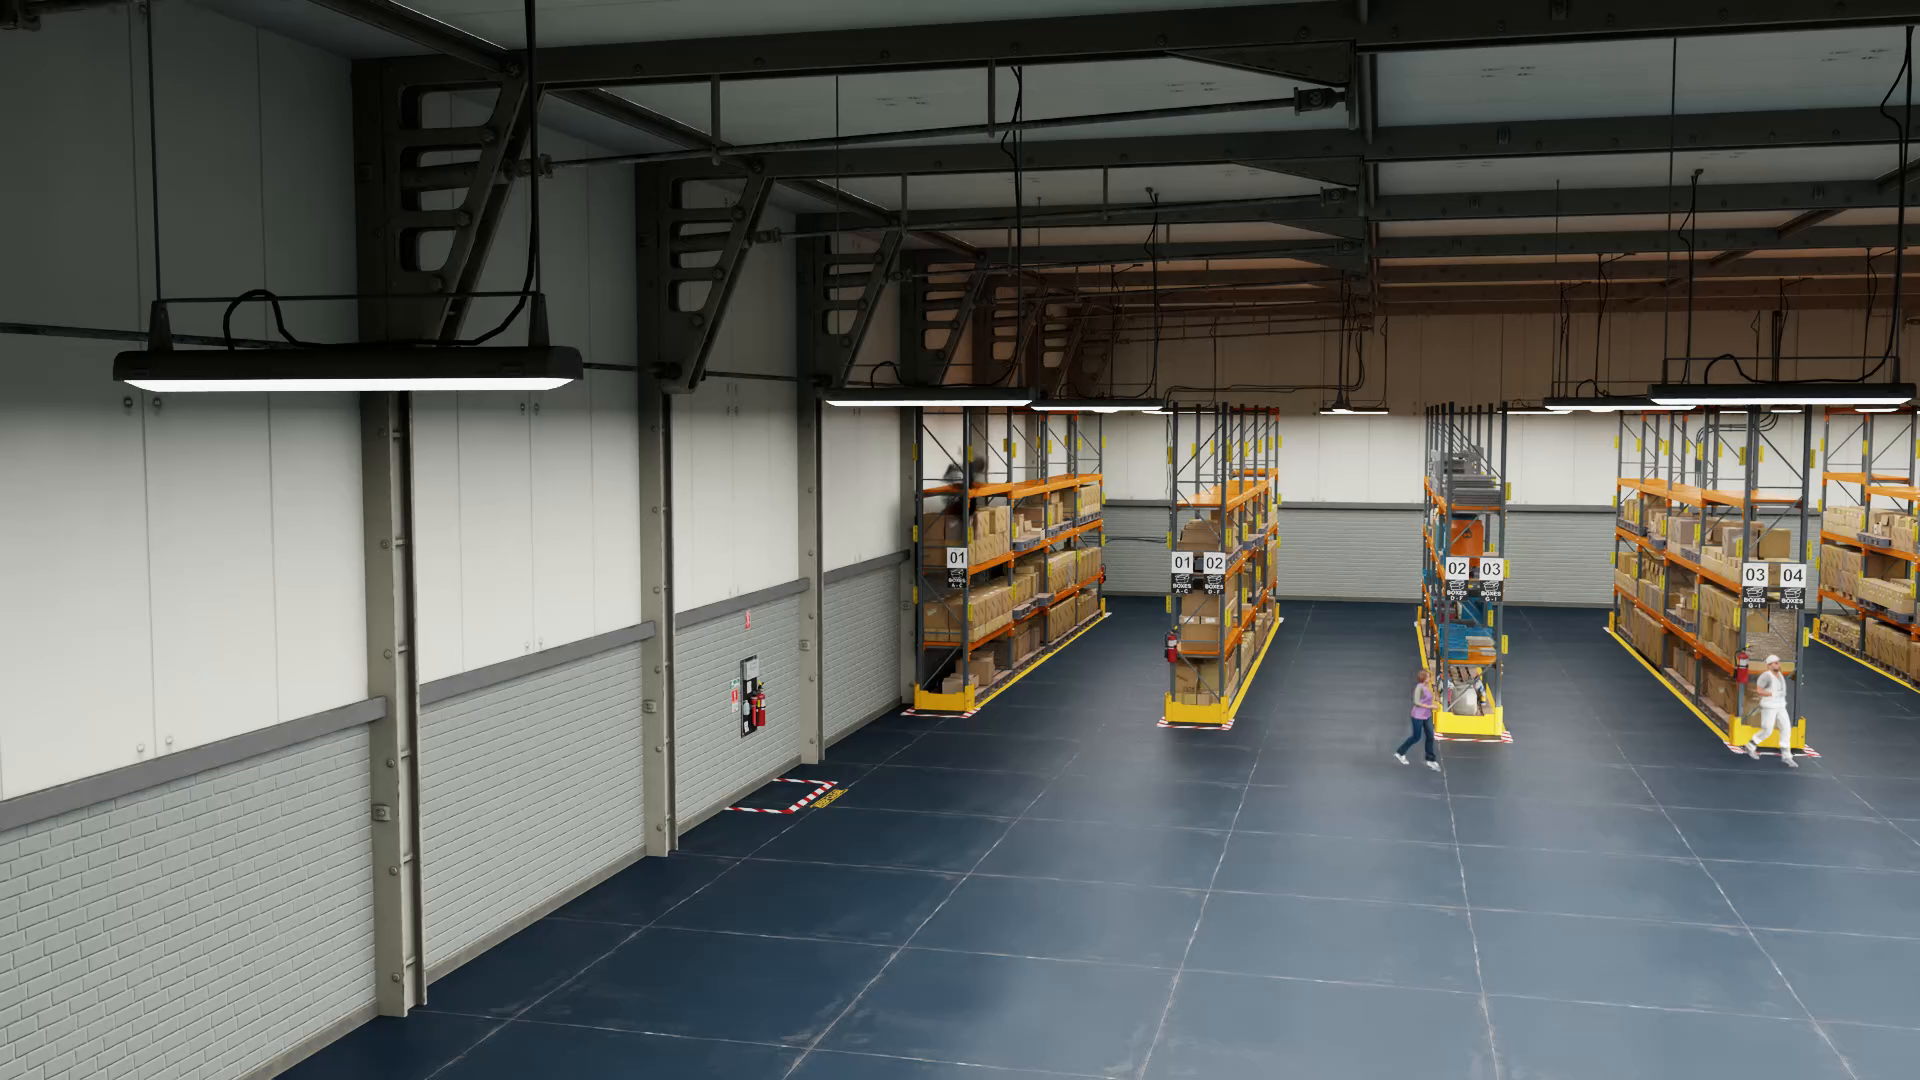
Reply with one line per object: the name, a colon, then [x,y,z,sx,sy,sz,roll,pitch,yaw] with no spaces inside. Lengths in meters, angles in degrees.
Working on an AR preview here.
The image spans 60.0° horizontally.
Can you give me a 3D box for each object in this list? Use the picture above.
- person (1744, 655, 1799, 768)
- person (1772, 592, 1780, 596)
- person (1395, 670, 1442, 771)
person: [13.373,2.793,27.385,0.659,1.809,0.873,-2,5,-25]
person: [20.792,1.734,42.503,0.742,1.707,0.547,2,5,27]
person: [7.490,2.919,27.102,0.758,1.634,0.557,3,5,40]
